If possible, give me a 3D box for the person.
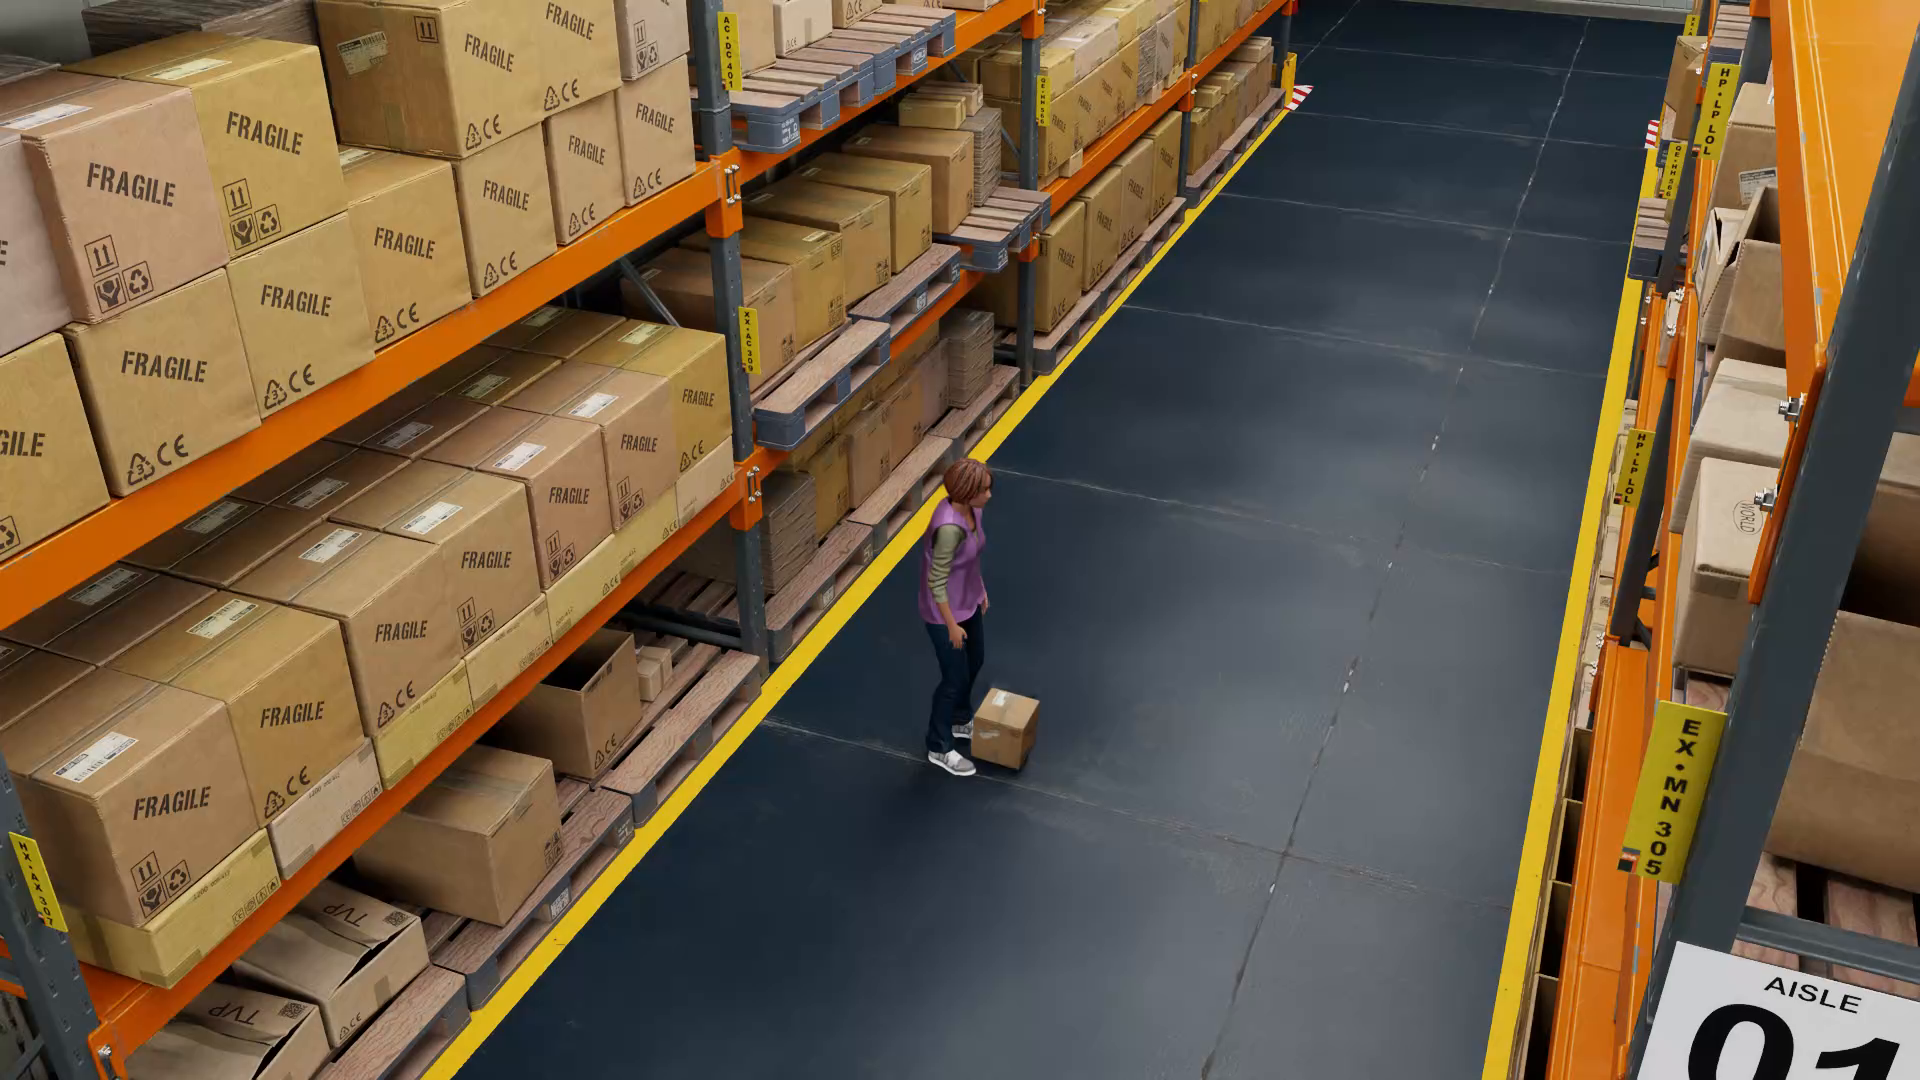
[{"bbox_3d":[-0.014,0.330,7.825,0.341,1.594,0.459,10,32,17],"label":"person"}]
